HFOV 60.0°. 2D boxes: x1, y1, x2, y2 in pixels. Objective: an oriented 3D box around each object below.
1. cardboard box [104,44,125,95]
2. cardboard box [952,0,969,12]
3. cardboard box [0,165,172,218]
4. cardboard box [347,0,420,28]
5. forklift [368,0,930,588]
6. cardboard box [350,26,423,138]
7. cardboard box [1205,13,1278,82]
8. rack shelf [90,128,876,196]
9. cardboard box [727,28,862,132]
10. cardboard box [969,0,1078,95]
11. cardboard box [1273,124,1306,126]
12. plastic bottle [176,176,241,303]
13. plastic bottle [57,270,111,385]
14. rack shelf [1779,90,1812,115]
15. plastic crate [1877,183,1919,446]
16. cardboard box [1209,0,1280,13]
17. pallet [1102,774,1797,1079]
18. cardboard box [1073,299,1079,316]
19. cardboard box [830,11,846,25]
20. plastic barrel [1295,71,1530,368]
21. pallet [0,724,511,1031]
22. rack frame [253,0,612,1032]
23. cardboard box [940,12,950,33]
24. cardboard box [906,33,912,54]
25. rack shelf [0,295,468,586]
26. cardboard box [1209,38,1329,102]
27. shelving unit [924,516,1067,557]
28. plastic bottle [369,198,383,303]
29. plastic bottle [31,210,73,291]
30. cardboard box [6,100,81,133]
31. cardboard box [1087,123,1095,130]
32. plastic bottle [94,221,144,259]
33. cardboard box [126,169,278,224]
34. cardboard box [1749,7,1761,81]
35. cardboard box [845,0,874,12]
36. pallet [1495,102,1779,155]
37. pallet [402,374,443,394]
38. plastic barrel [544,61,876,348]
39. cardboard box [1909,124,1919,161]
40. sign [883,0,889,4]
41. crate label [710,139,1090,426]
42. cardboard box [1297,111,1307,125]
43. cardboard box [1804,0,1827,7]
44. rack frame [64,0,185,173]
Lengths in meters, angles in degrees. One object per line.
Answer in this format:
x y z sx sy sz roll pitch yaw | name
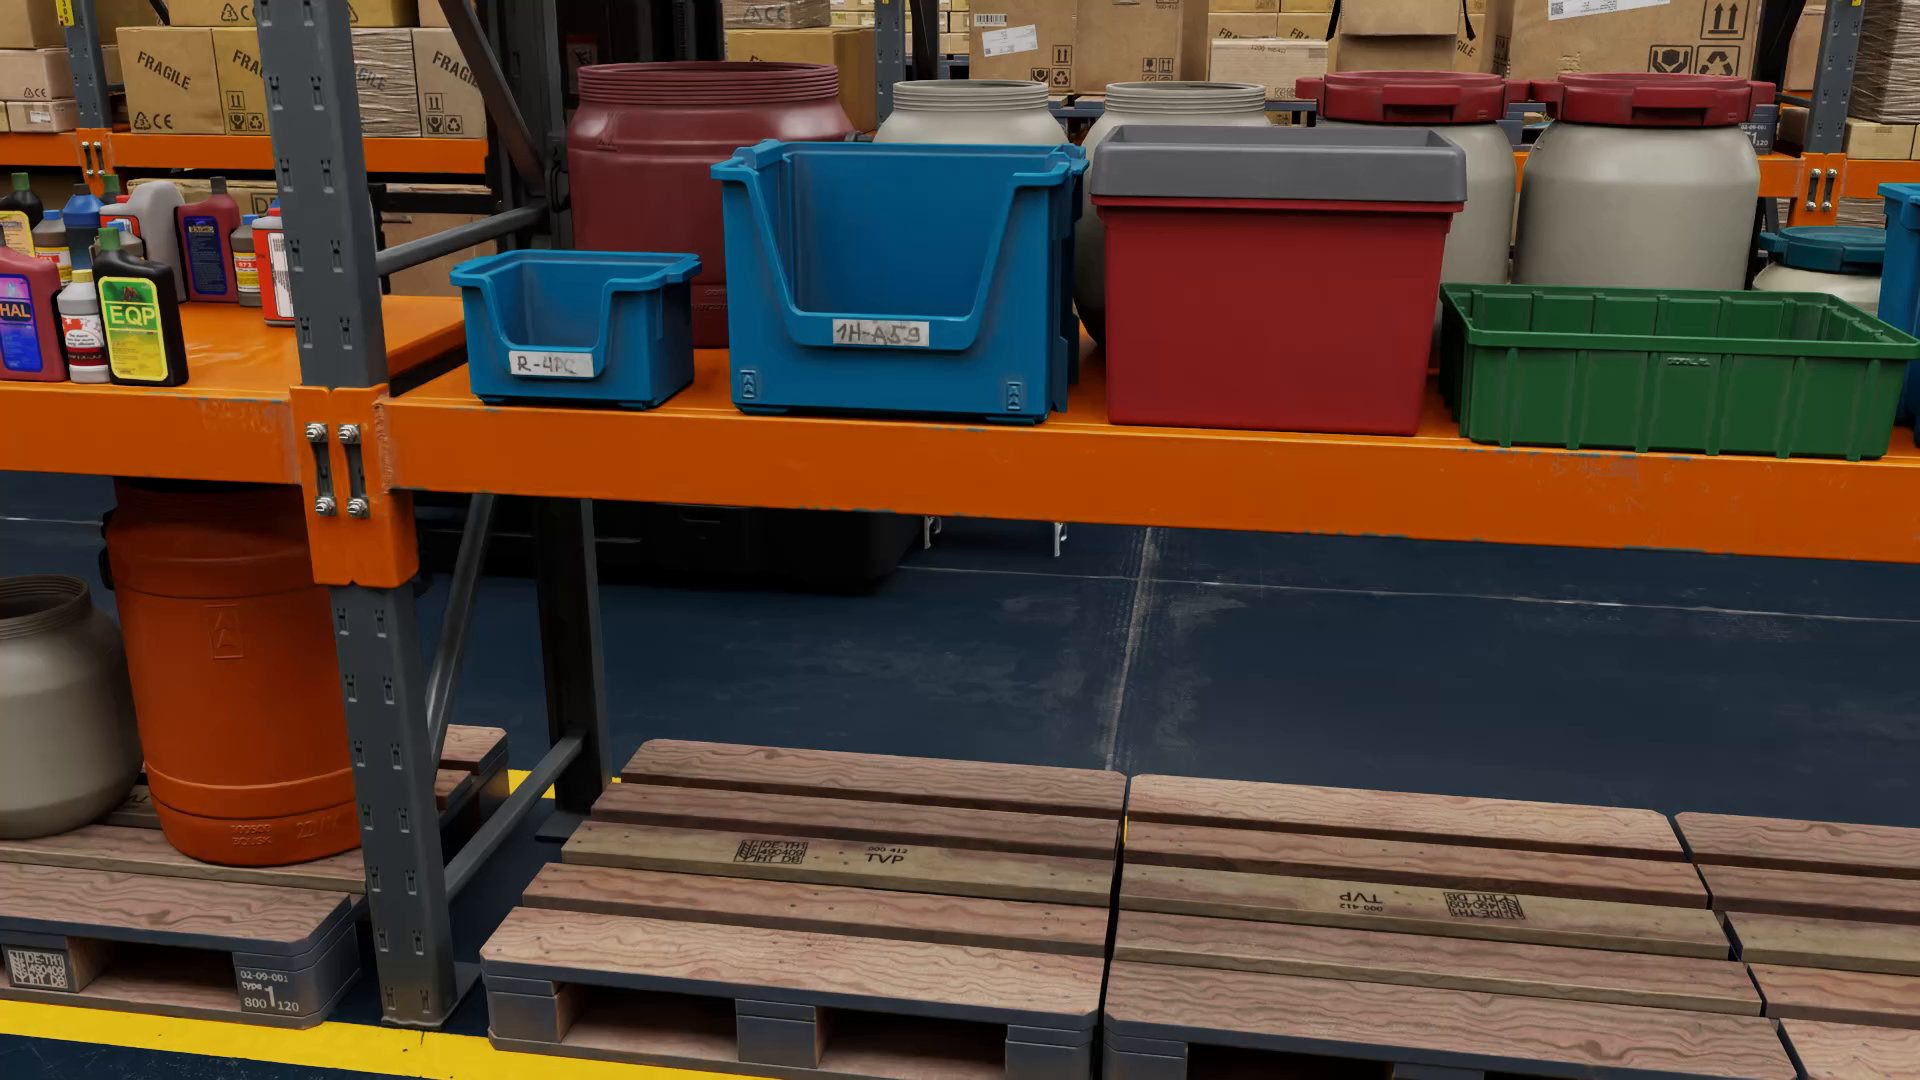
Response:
-4.614 -2.521 8.879 0.500 0.250 0.500 3 19 8 | cardboard box
0.087 -3.936 12.137 0.250 0.149 0.380 2 19 6 | cardboard box
-4.831 -1.595 9.031 0.875 0.875 0.875 3 19 9 | cardboard box
-2.884 -2.801 8.209 0.637 0.503 0.797 3 19 9 | cardboard box
-1.639 -1.438 5.982 3.031 2.935 1.130 3 19 10 | forklift
-2.787 -2.241 8.116 0.500 0.500 0.500 2 19 7 | cardboard box
2.045 -3.583 12.127 0.500 0.500 0.500 3 19 9 | cardboard box
-2.217 -1.904 8.399 4.000 0.370 1.077 3 19 9 | rack shelf
-0.769 -2.139 7.811 0.500 0.500 0.500 4 19 10 | cardboard box
0.297 -2.376 7.858 0.500 0.500 0.500 1 19 2 | cardboard box
3.364 -4.096 17.296 0.625 0.372 0.950 4 19 10 | cardboard box
-1.721 -0.691 3.825 0.133 0.283 0.061 3 19 9 | plastic bottle
-1.606 -0.397 3.074 0.097 0.201 0.097 0 18 0 | plastic bottle
6.568 -3.050 11.825 4.000 0.370 1.077 3 19 9 | rack shelf
1.783 -0.342 2.622 0.575 0.384 0.392 3 19 9 | plastic crate
2.092 -4.139 12.212 0.500 0.500 0.700 3 19 8 | cardboard box
0.932 0.843 3.451 1.213 0.211 1.003 3 19 9 | pallet
0.422 -1.140 8.229 0.500 0.500 0.700 2 19 6 | cardboard box
-0.932 -3.848 12.341 0.250 0.149 0.380 3 19 8 | cardboard box
0.860 -0.631 3.248 0.433 0.535 0.433 0 18 0 | plastic barrel
-1.813 0.703 3.869 1.213 0.211 1.003 3 19 9 | pallet
-1.028 -0.593 3.347 0.127 3.000 1.000 3 19 9 | rack frame
-0.180 -3.809 12.226 0.250 0.149 0.380 4 19 11 | cardboard box
-0.415 -3.680 12.308 0.250 0.149 0.380 3 19 10 | cardboard box
-3.003 -0.352 3.762 4.000 0.370 1.077 3 19 9 | rack shelf
1.376 -2.116 7.474 0.500 0.250 0.500 2 19 7 | cardboard box
0.137 -0.557 6.077 0.503 1.200 0.258 3 19 10 | shelving unit
-1.404 -0.657 3.734 0.135 0.276 0.152 3 19 9 | plastic bottle
-2.103 -0.666 3.879 0.097 0.201 0.097 0 18 0 | plastic bottle
-4.545 -2.139 8.365 0.250 0.149 0.380 3 19 9 | cardboard box
1.231 -2.767 12.728 0.750 0.750 1.050 3 19 8 | cardboard box
-1.862 -0.605 3.696 0.097 0.201 0.097 0 18 0 | plastic bottle
-3.557 -1.511 8.779 0.875 0.875 1.225 3 19 9 | cardboard box
5.506 -3.527 11.882 0.550 0.550 0.875 3 19 9 | cardboard box
-0.683 -3.975 12.253 0.250 0.149 0.380 3 19 10 | cardboard box
2.975 -1.936 7.664 1.213 0.211 1.003 3 19 9 | pallet
-2.210 -0.947 8.802 1.213 0.211 1.003 3 19 9 | pallet
-0.522 -0.729 3.539 0.708 0.536 0.600 3 19 9 | plastic barrel
4.116 -1.702 7.059 0.250 0.149 0.380 3 19 9 | cardboard box
-0.327 -2.519 7.280 0.005 0.325 0.100 3 19 9 | sign
-0.090 -0.475 2.938 0.616 0.435 0.502 3 19 9 | crate label
4.781 -5.740 21.812 0.625 0.625 0.875 3 19 8 | cardboard box
6.025 -3.984 11.545 0.550 0.550 0.875 3 19 9 | cardboard box
-4.192 -2.346 8.586 0.127 3.000 1.000 3 19 9 | rack frame
